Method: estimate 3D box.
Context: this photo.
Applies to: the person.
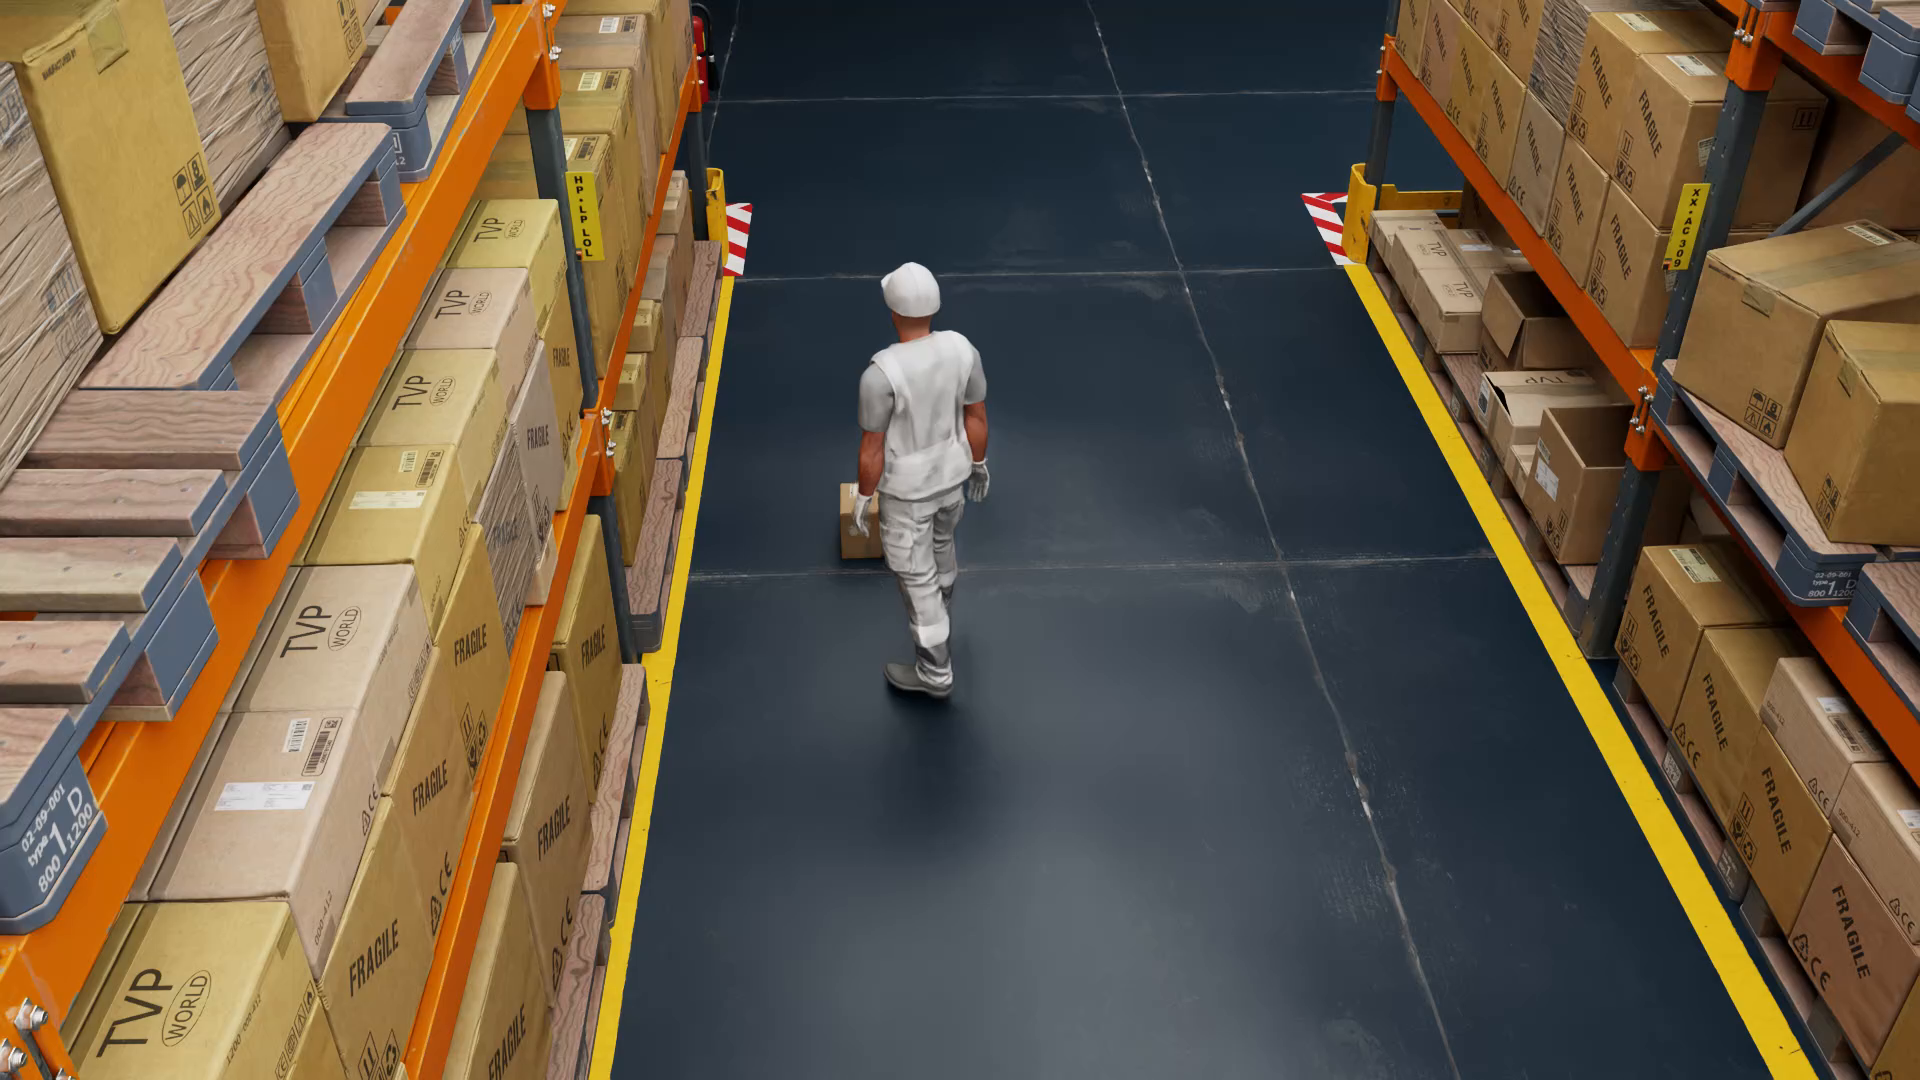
[{"bbox_3d":[-0.204,-0.271,6.488,0.613,1.772,0.705,-25,42,-31],"label":"person"}]
